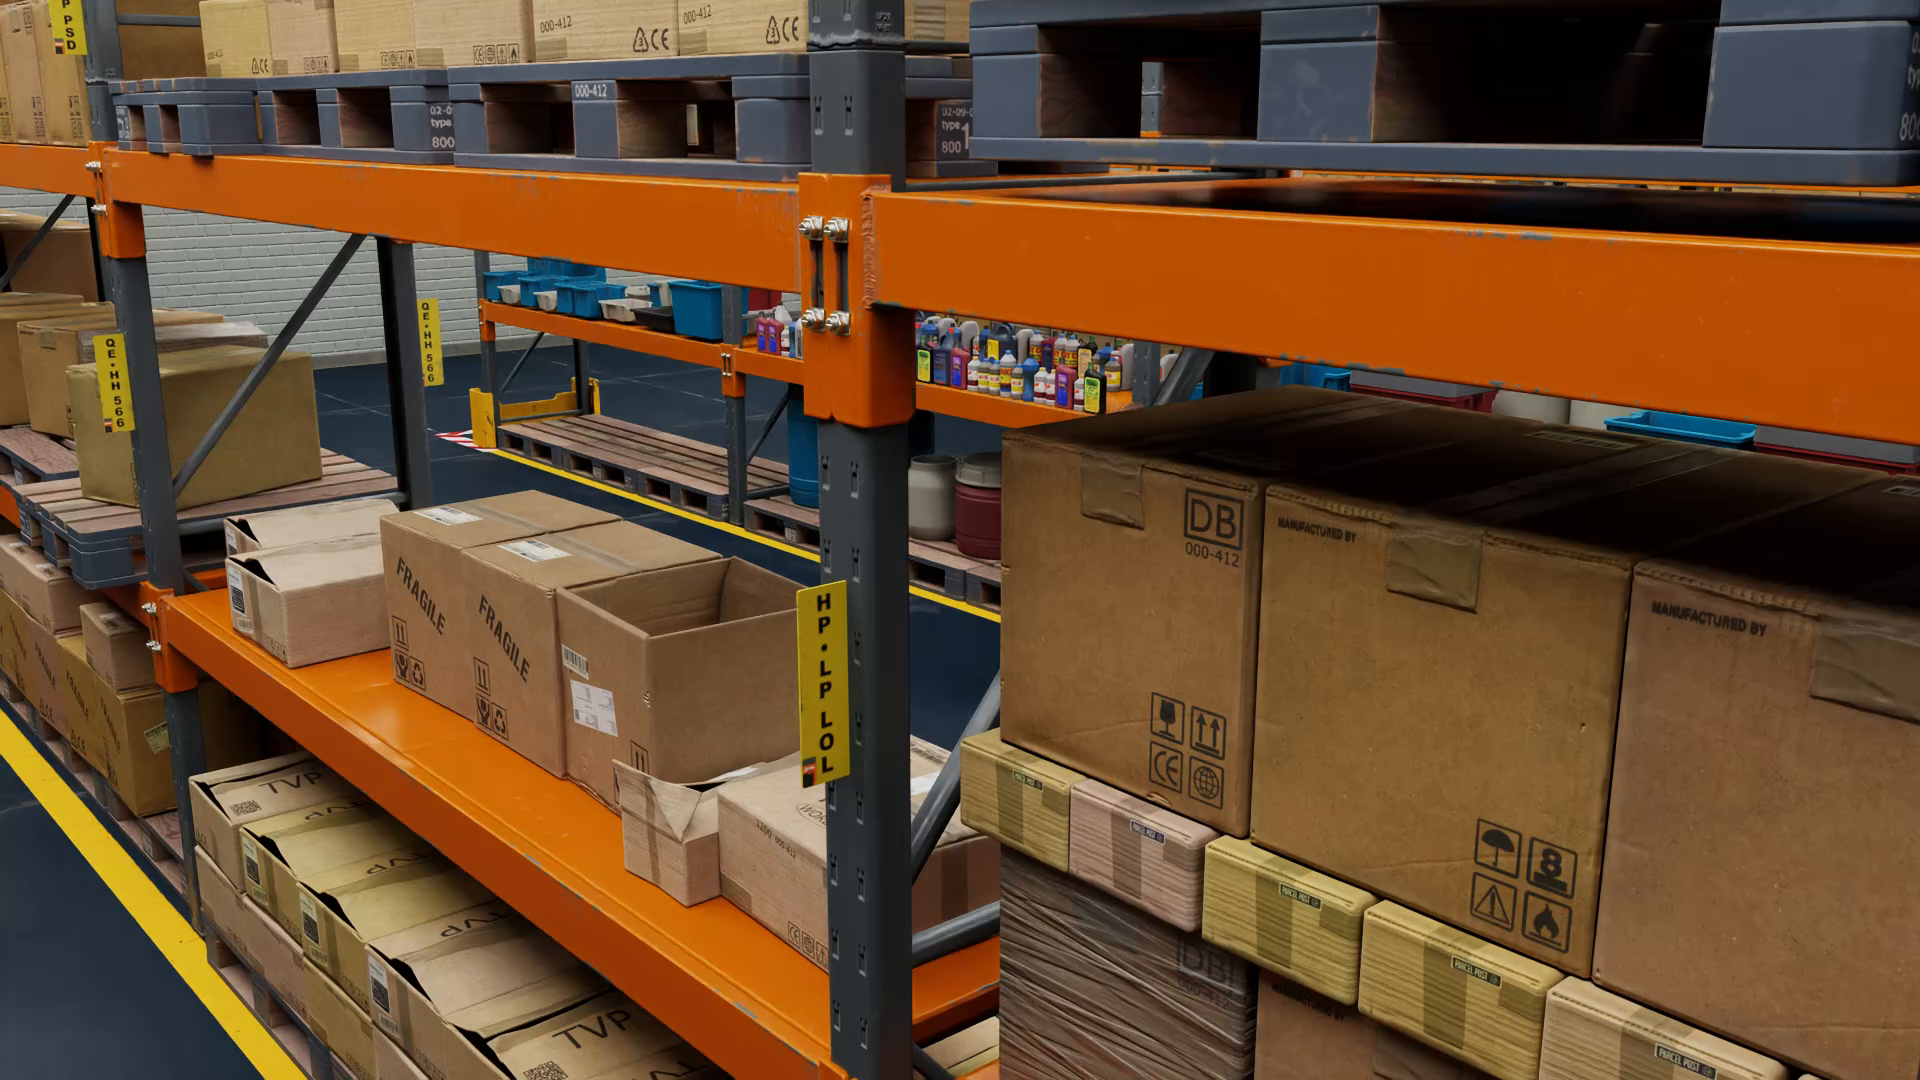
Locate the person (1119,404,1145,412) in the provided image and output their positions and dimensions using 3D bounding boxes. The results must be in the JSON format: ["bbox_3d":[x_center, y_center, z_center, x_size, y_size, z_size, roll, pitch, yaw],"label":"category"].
[{"bbox_3d":[0.784,0.129,8.023,0.824,1.550,0.480,4,15,16],"label":"person"}]
